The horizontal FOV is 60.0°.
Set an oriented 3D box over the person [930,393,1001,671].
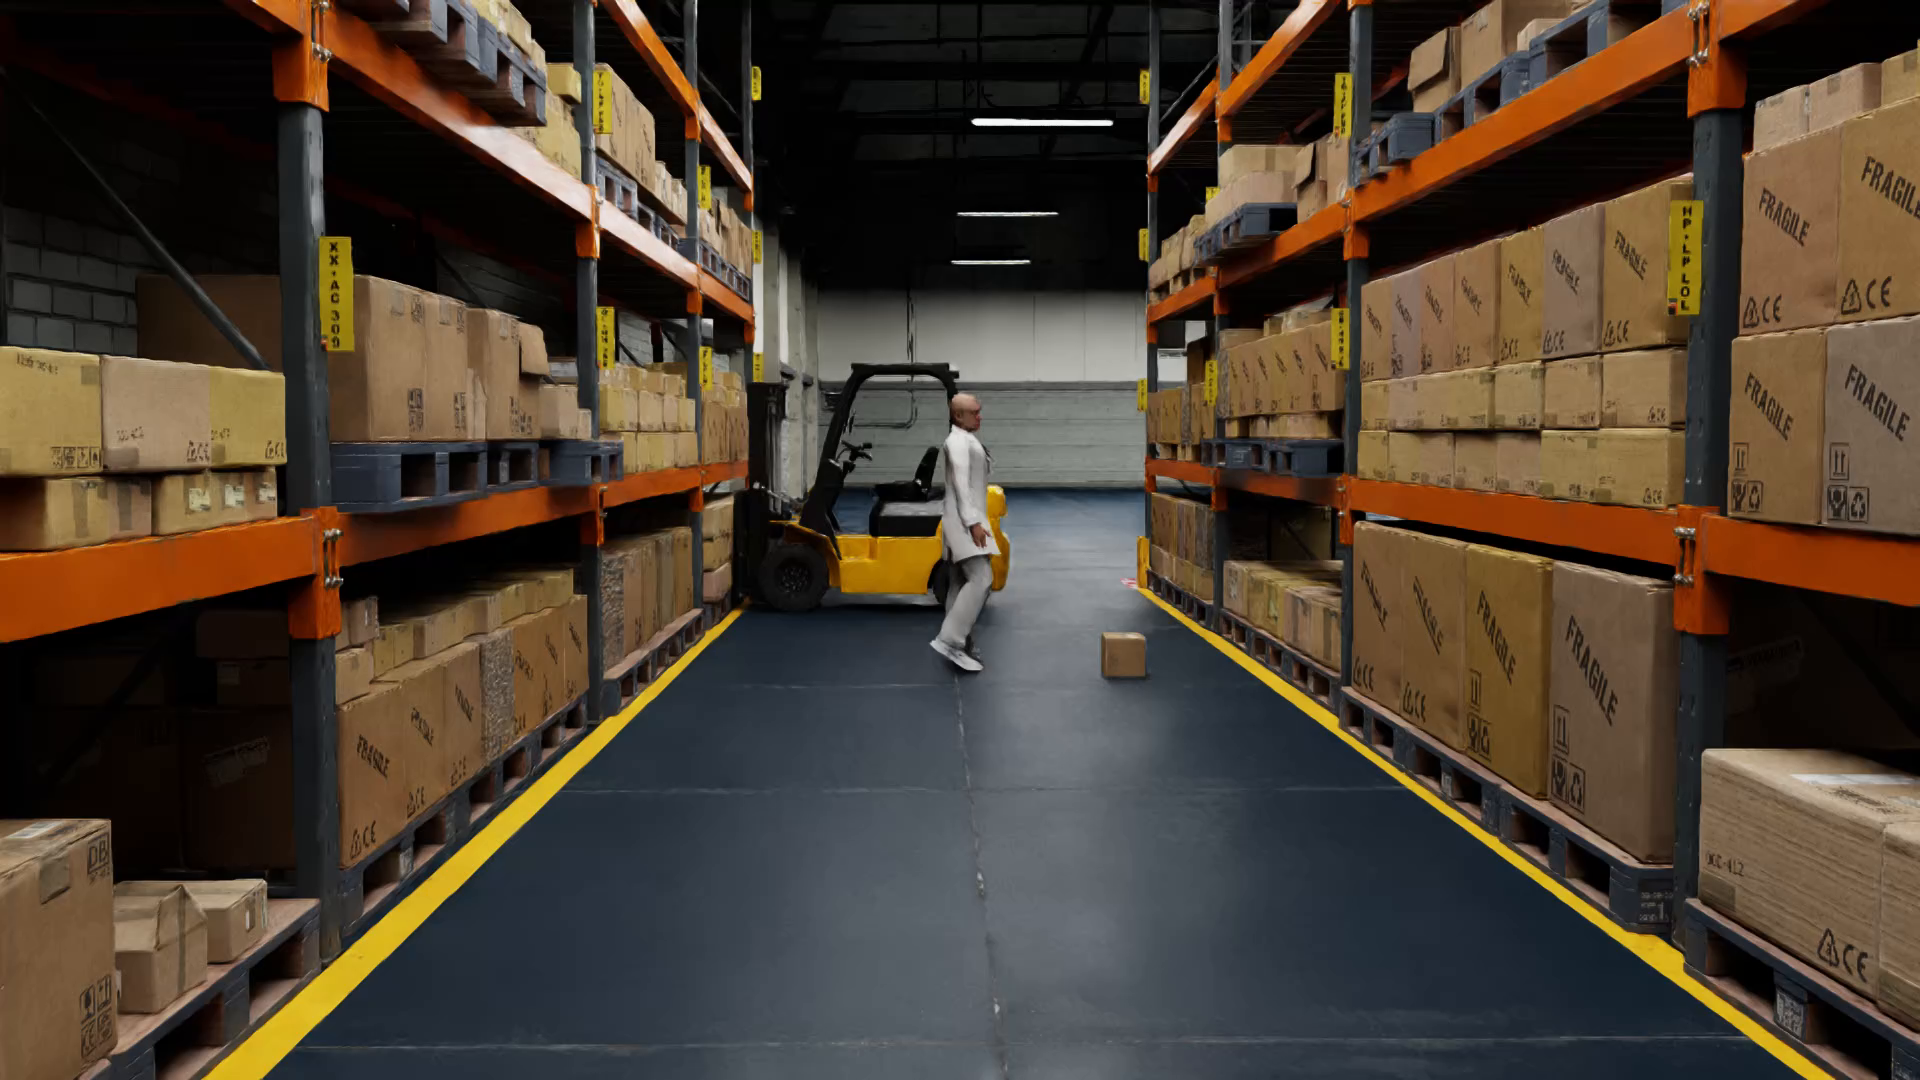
[{"bbox_3d":[0.024,-0.068,10.988,0.467,1.803,0.674,0,4,-3],"label":"person"}]
